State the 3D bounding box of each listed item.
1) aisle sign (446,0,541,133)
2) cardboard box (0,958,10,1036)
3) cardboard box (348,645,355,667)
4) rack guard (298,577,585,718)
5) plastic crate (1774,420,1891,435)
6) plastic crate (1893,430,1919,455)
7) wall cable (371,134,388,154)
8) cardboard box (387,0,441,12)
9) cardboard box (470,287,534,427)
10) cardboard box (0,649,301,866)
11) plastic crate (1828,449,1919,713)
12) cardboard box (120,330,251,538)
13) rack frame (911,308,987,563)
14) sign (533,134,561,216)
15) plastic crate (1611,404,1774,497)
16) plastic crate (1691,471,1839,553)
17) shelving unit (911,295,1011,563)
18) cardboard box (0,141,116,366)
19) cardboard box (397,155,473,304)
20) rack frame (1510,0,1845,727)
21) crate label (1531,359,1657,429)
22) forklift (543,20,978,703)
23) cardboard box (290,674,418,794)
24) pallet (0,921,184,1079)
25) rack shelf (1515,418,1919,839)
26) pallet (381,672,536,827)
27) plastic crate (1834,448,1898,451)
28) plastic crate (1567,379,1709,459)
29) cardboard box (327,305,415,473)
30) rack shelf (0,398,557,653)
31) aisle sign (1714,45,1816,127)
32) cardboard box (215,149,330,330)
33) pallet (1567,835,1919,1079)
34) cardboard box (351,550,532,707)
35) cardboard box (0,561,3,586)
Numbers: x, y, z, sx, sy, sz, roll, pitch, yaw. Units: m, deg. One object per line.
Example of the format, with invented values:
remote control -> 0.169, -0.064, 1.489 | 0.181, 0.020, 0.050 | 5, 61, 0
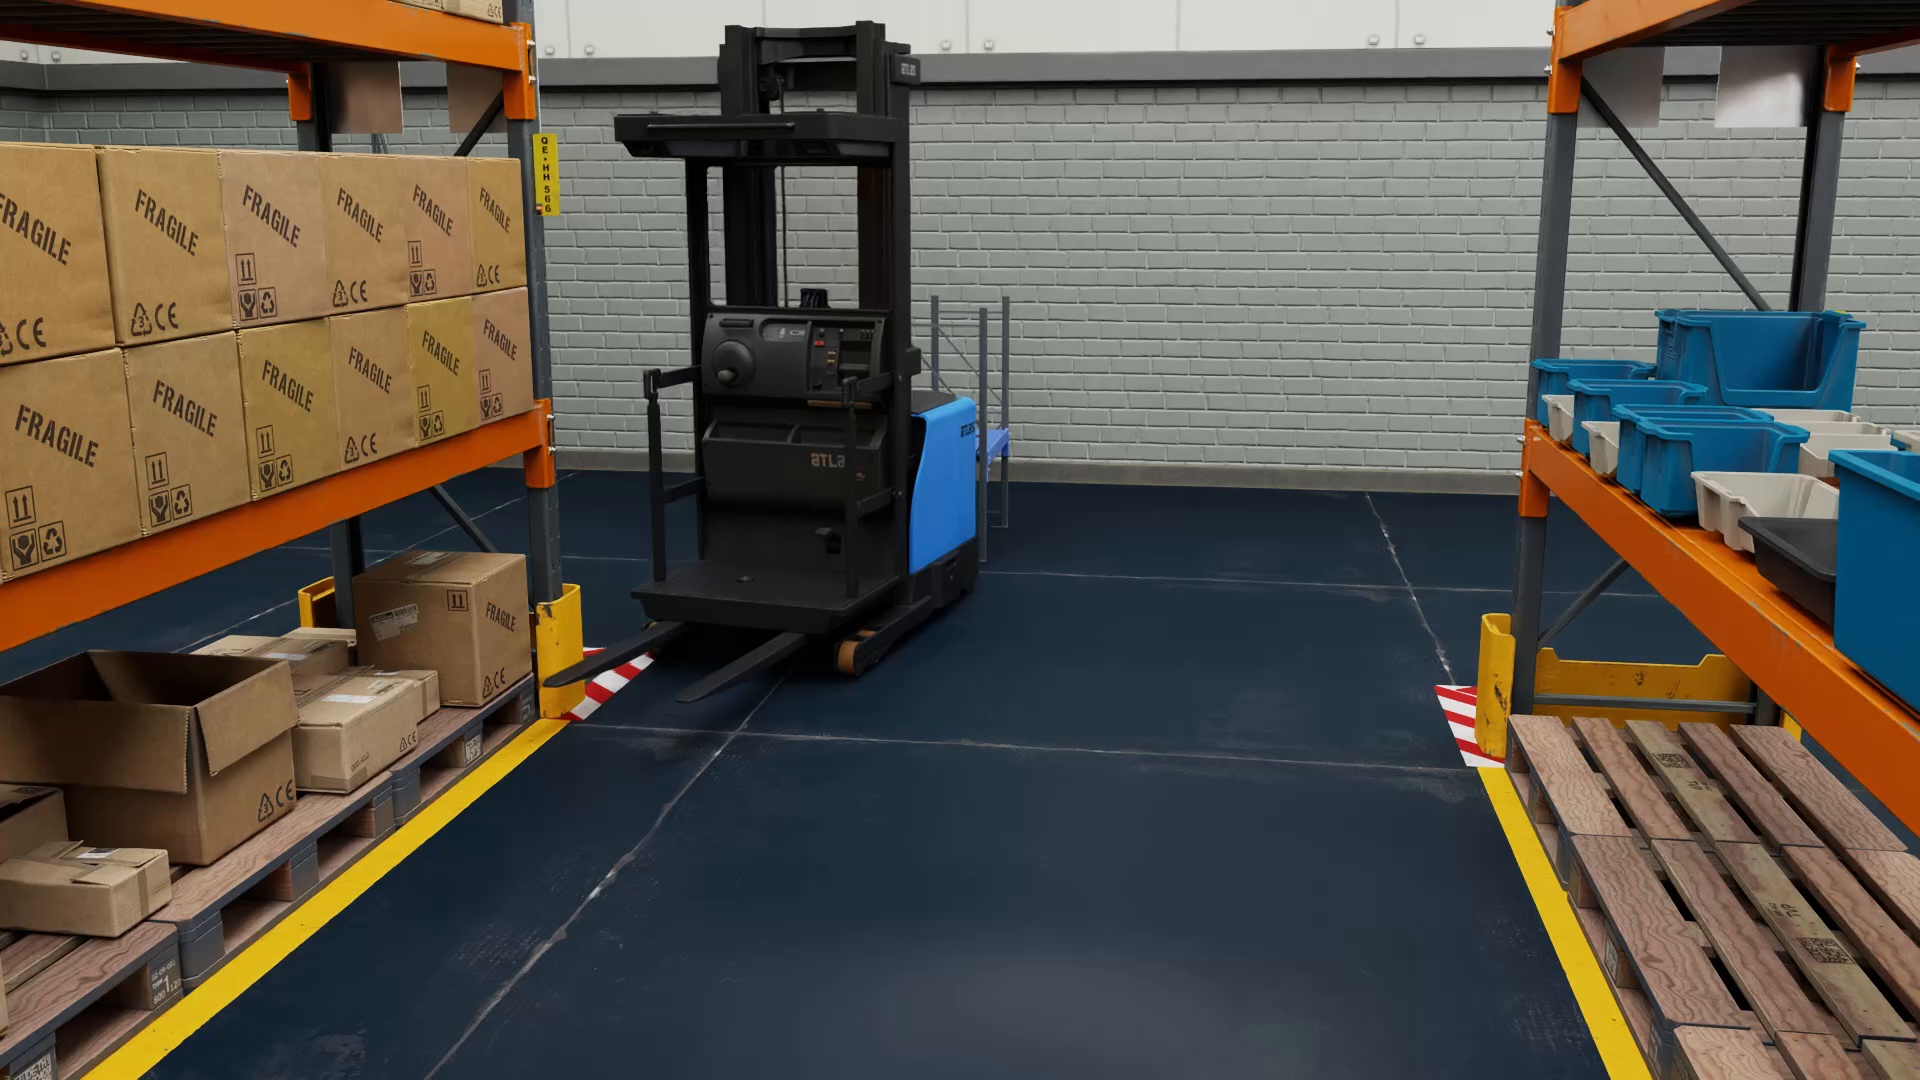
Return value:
aisle sign -> -1.910, -2.058, 6.753 | 0.394, 0.787, 0.004 | 2, 12, 9
cardboard box -> -2.560, 1.068, 3.753 | 0.500, 0.311, 0.500 | 2, 12, 9
cardboard box -> -2.665, 0.515, 6.665 | 0.380, 0.166, 0.250 | 2, 12, 9
rack guard -> -2.235, 0.455, 7.197 | 1.175, 0.500, 0.348 | 2, 12, 9
plastic crate -> 2.666, -0.287, 5.188 | 0.396, 0.136, 0.243 | 2, 12, 9
plastic crate -> 2.473, -0.073, 3.849 | 0.437, 0.282, 0.530 | 2, 12, 9
wall cable -> -5.895, -3.523, 12.853 | 3.097, 2.526, 0.112 | 2, 12, 9
cardboard box -> -2.129, -1.957, 5.690 | 0.500, 0.250, 0.500 | 2, 12, 9
cardboard box -> -2.023, -0.730, 6.523 | 0.500, 0.500, 0.500 | 2, 12, 10
cardboard box -> -2.554, 0.664, 5.176 | 0.797, 0.503, 0.637 | 2, 12, 9
plastic crate -> 1.791, 0.081, 2.893 | 0.392, 0.384, 0.575 | 2, 12, 9
cardboard box -> -2.336, -0.307, 4.562 | 0.500, 0.500, 0.500 | 2, 12, 8
rack frame -> -0.091, -0.610, 9.762 | 0.500, 1.500, 0.032 | 2, 12, 9
sign -> -1.678, -1.482, 6.749 | 0.100, 0.325, 0.005 | 2, 12, 9
plastic crate -> 2.105, -0.255, 4.809 | 0.416, 0.233, 0.300 | 2, 12, 9
plastic crate -> 2.027, -0.062, 4.144 | 0.293, 0.136, 0.466 | 2, 12, 9
shelving unit -> -0.013, -0.715, 10.253 | 0.538, 1.500, 1.048 | 2, 12, 9
cardboard box -> -2.409, -0.685, 3.939 | 0.500, 0.500, 0.500 | 1, 12, 7
cardboard box -> -2.097, -1.114, 5.932 | 0.500, 0.500, 0.500 | 2, 12, 10
rack frame -> 2.671, -0.622, 6.259 | 1.000, 3.000, 0.127 | 2, 12, 9
crate label -> 2.308, -0.529, 6.081 | 0.416, 0.233, 0.303 | 2, 12, 9
forklift -> -0.869, -0.906, 7.740 | 1.130, 2.935, 3.031 | 4, 13, 19
cardboard box -> -2.239, 0.664, 5.775 | 0.500, 0.250, 0.500 | 2, 12, 9
pallet -> -2.732, 1.270, 4.101 | 1.003, 0.211, 1.213 | 2, 12, 9
rack shelf -> 2.363, 0.146, 4.403 | 1.077, 0.370, 4.000 | 2, 12, 9
pallet -> -2.356, 0.762, 6.457 | 1.003, 0.211, 1.213 | 2, 12, 9
plastic crate -> 2.620, -0.166, 4.626 | 0.298, 0.136, 0.250 | 2, 12, 9
plastic crate -> 2.206, -0.392, 5.445 | 0.416, 0.233, 0.300 | 2, 12, 9
cardboard box -> -2.181, -0.518, 5.540 | 0.500, 0.500, 0.500 | 2, 12, 9
rack shelf -> -2.531, -0.015, 5.151 | 1.077, 0.370, 4.000 | 2, 12, 9
aisle sign -> 2.972, -1.898, 6.011 | 0.394, 0.787, 0.004 | 2, 12, 9
cardboard box -> -2.251, -0.899, 4.934 | 0.500, 0.500, 0.500 | 2, 12, 10
pallet -> 2.316, 1.165, 4.587 | 1.003, 0.211, 1.213 | 2, 12, 9
cardboard box -> -2.063, 0.345, 6.662 | 0.500, 0.500, 0.500 | 2, 12, 9
cardboard box -> -2.490, -0.097, 3.584 | 0.500, 0.500, 0.500 | 2, 12, 10
